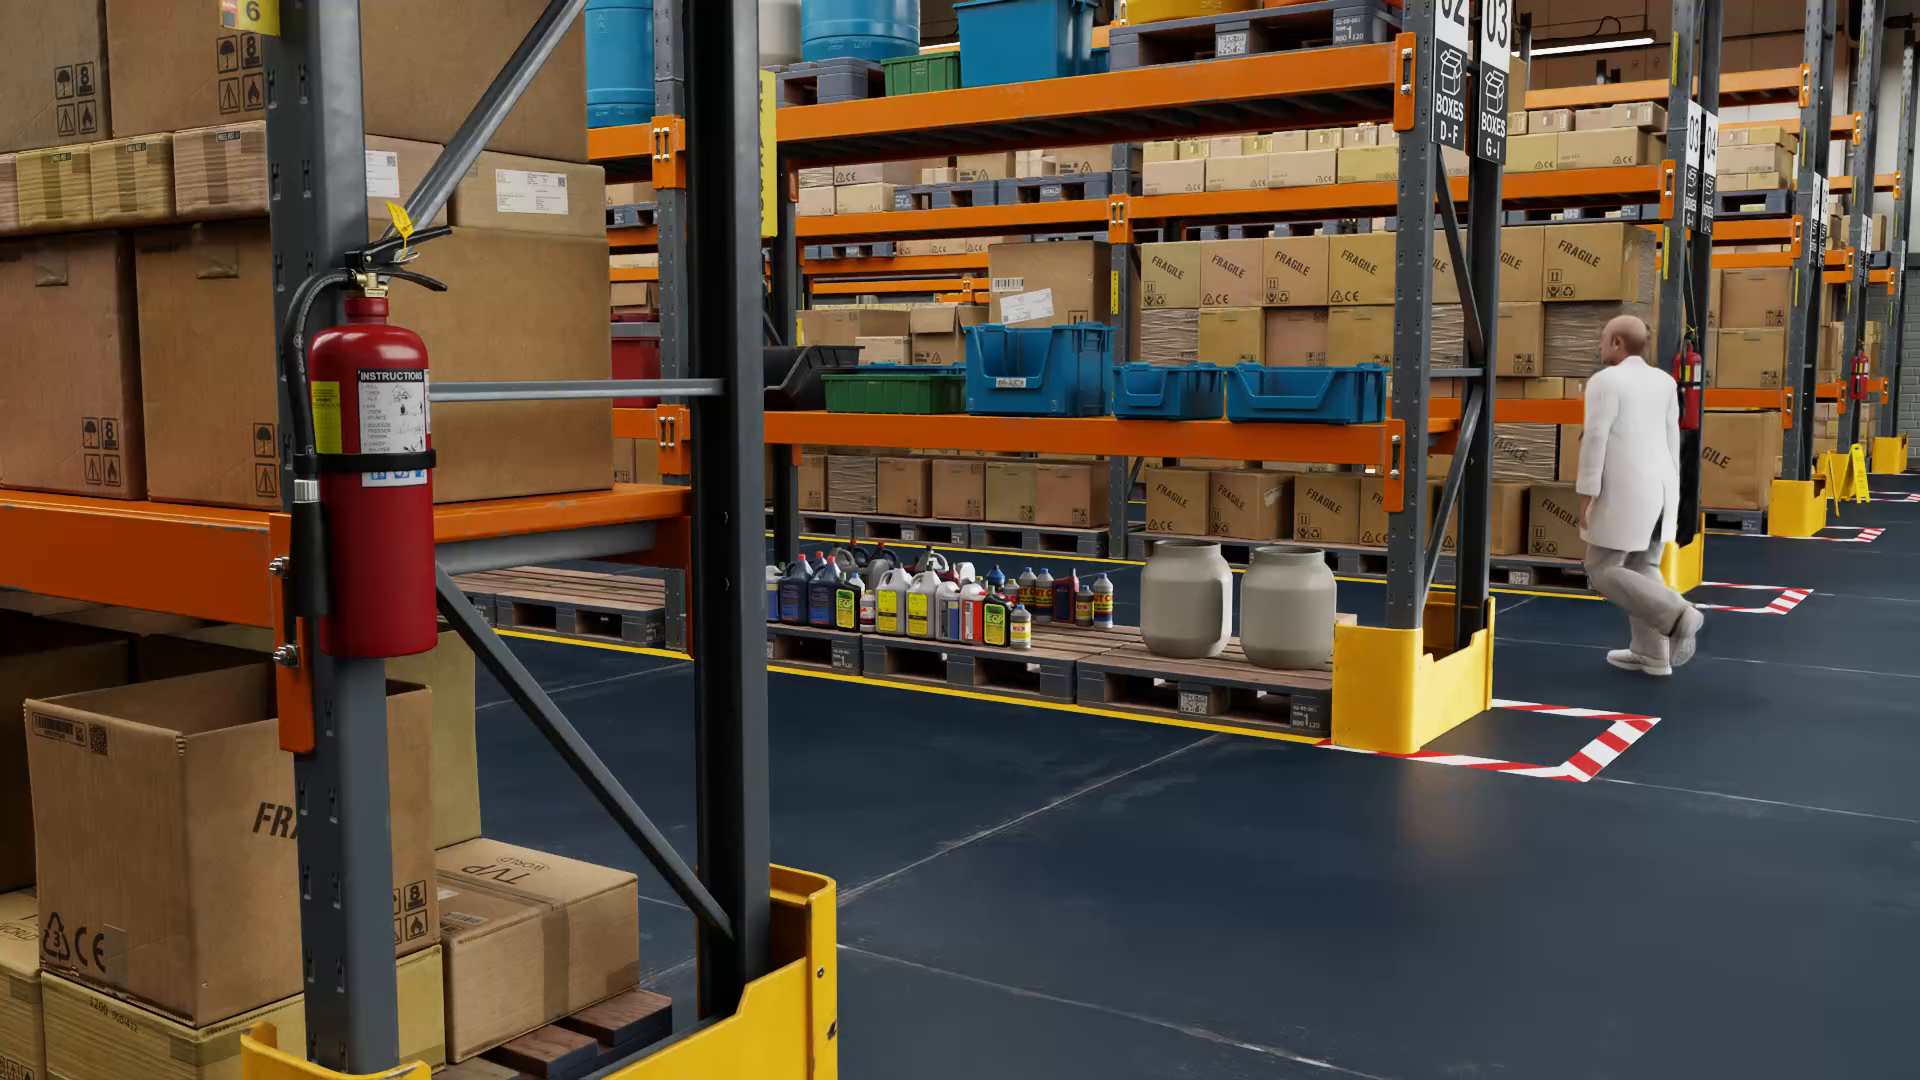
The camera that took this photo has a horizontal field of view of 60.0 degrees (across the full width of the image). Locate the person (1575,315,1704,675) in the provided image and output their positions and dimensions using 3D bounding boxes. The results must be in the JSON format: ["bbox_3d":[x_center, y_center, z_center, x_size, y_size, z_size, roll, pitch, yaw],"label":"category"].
[{"bbox_3d":[3.302,-0.205,8.034,0.610,1.754,0.632,-3,7,-26],"label":"person"}]
